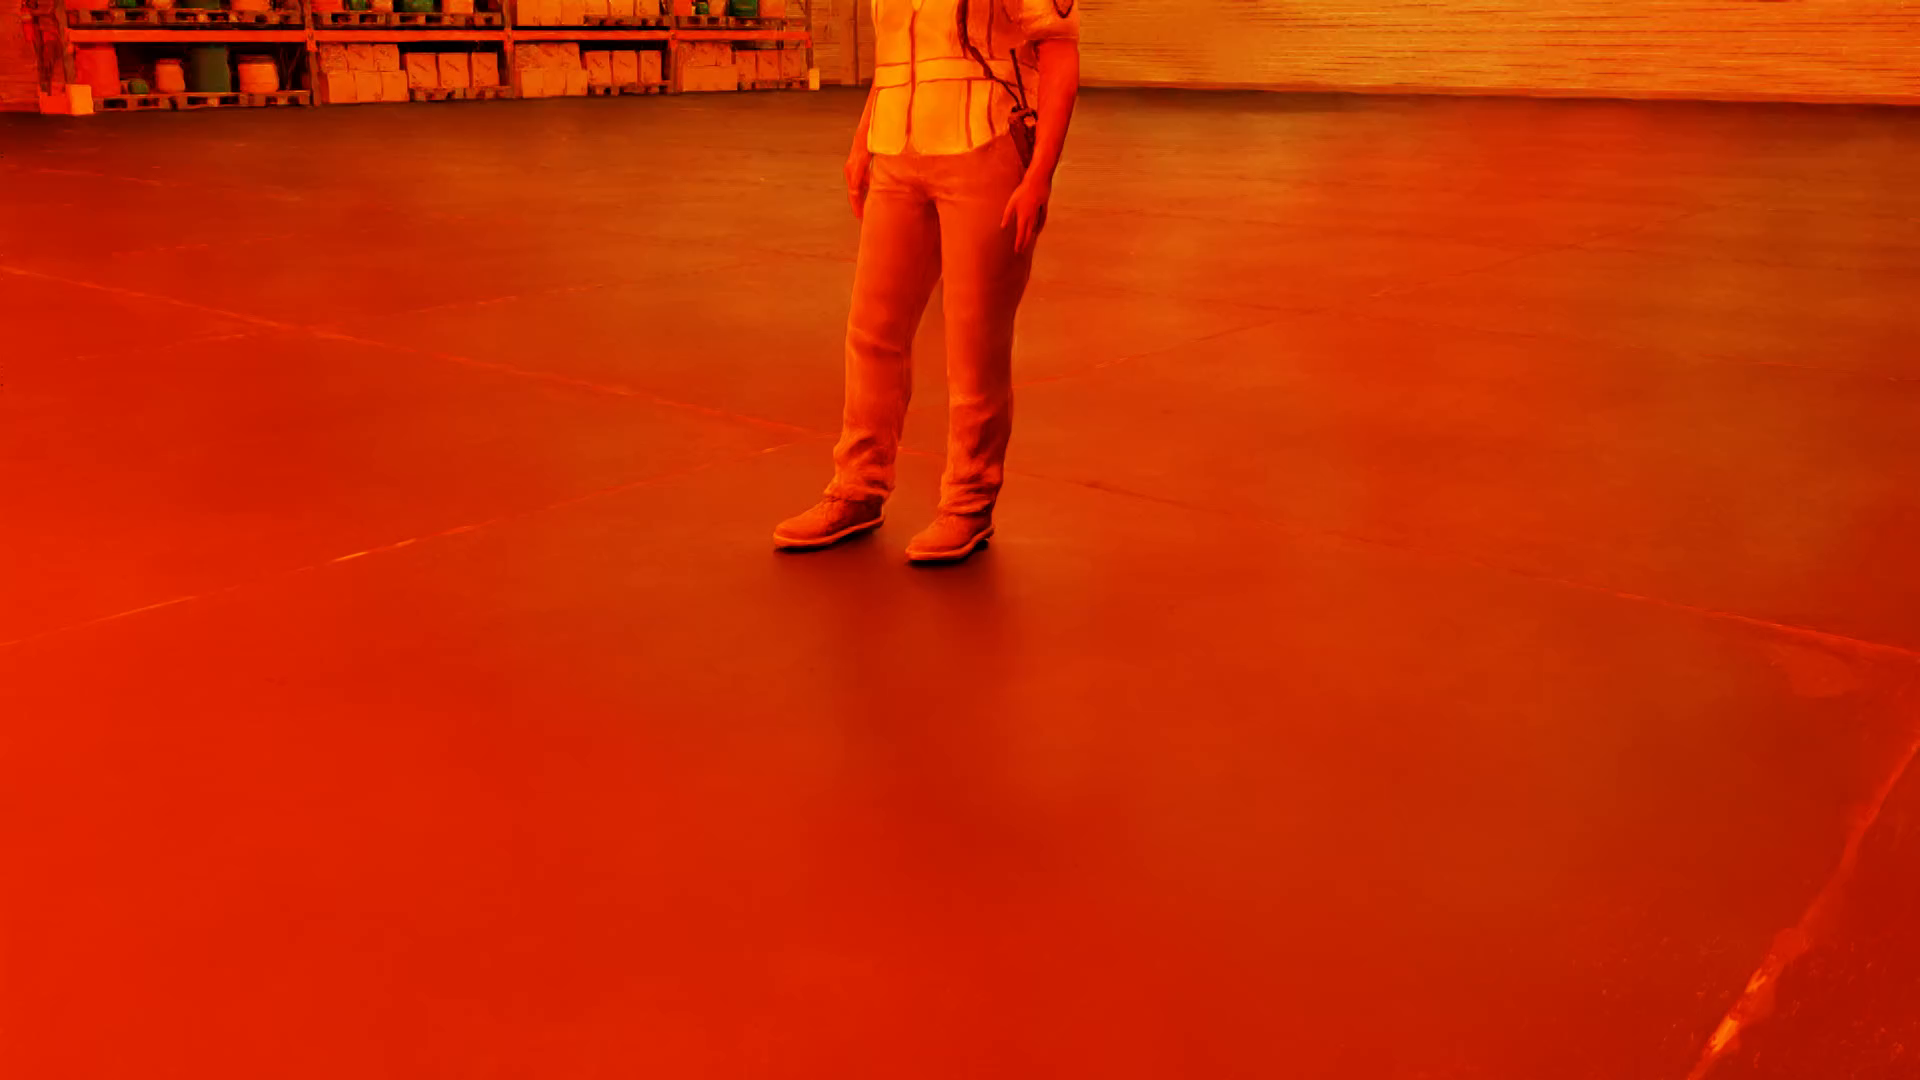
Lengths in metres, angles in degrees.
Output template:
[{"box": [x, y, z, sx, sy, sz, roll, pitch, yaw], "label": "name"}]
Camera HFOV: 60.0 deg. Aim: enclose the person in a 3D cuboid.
[{"box": [-0.066, -0.791, 3.655, 0.598, 1.669, 0.529, 13, 21, 37], "label": "person"}]
